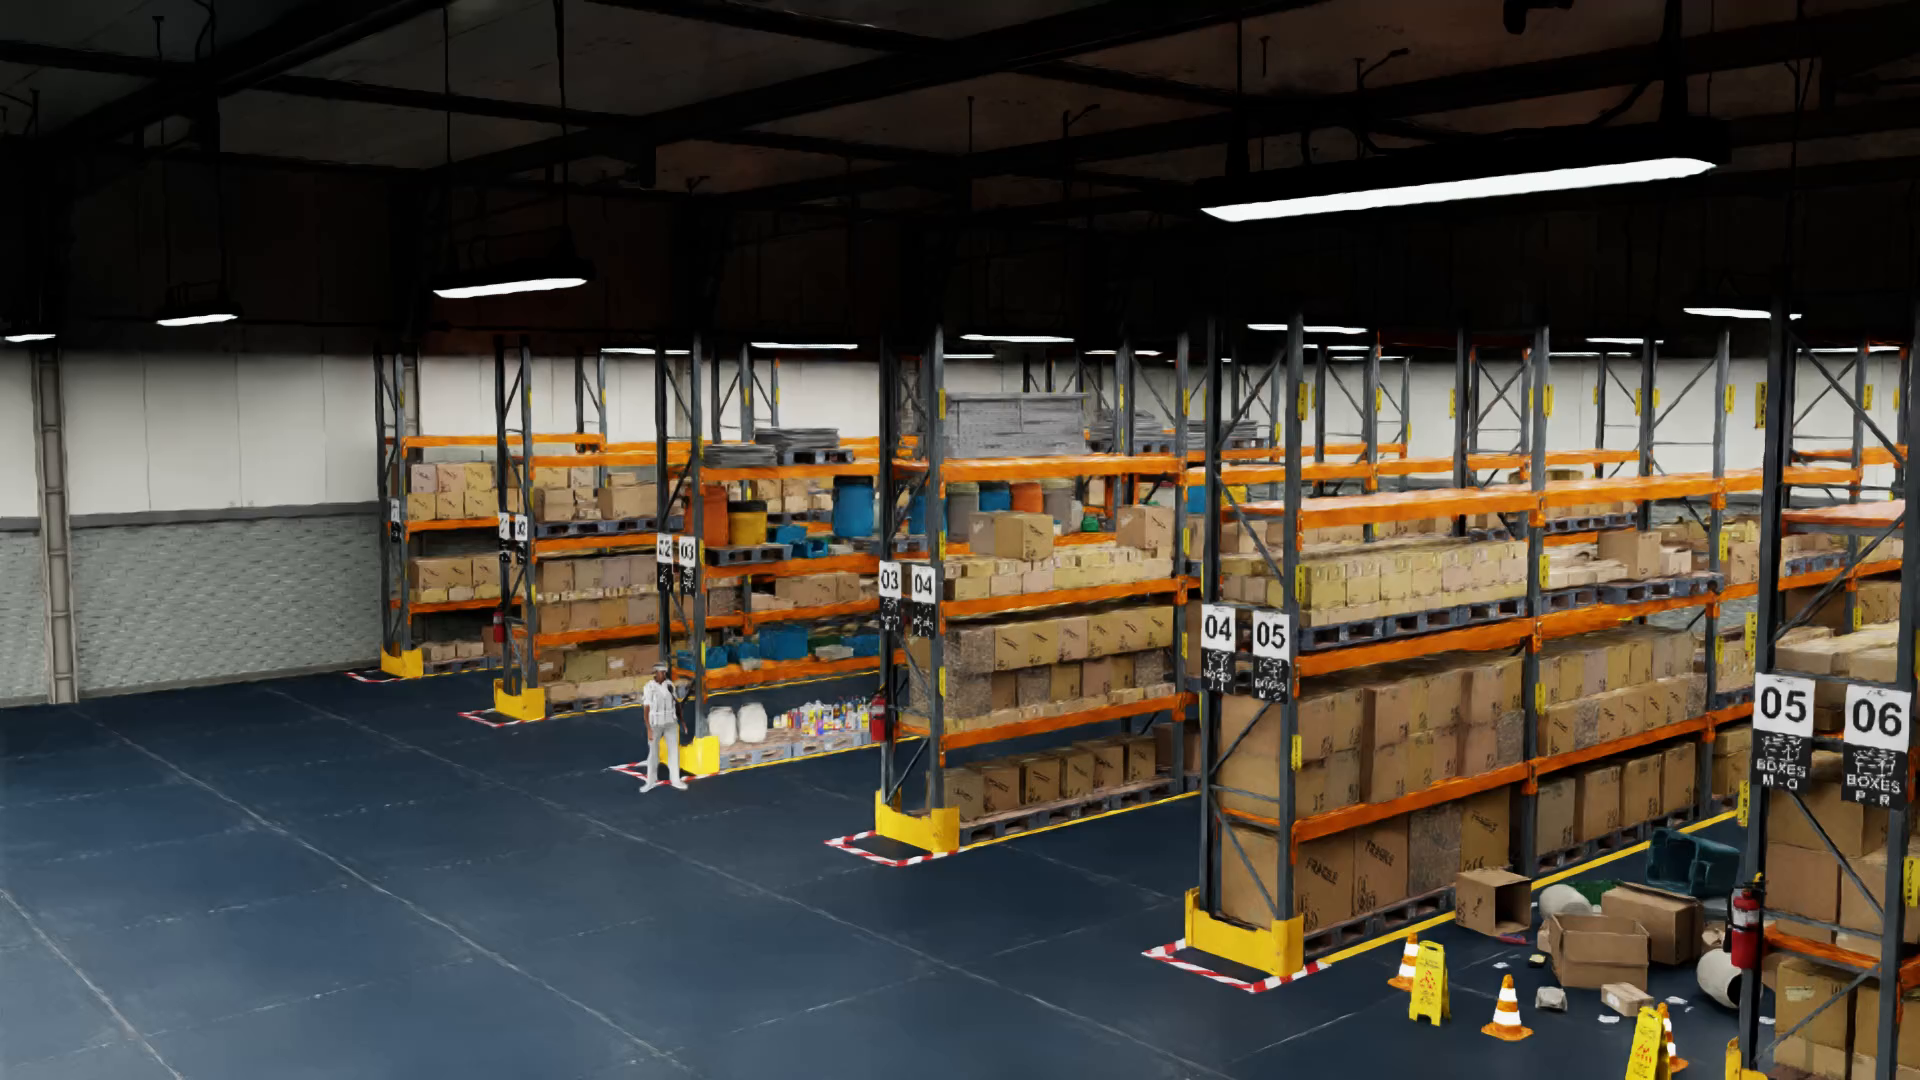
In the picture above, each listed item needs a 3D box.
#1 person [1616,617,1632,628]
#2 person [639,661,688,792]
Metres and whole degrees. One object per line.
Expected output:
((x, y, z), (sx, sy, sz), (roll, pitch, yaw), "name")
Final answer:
((10.431, 1.943, 26.037), (1.128, 1.689, 0.575), (-5, 7, -43), "person")
((-3.818, 2.373, 21.337), (0.634, 1.683, 0.375), (-3, 6, -30), "person")
